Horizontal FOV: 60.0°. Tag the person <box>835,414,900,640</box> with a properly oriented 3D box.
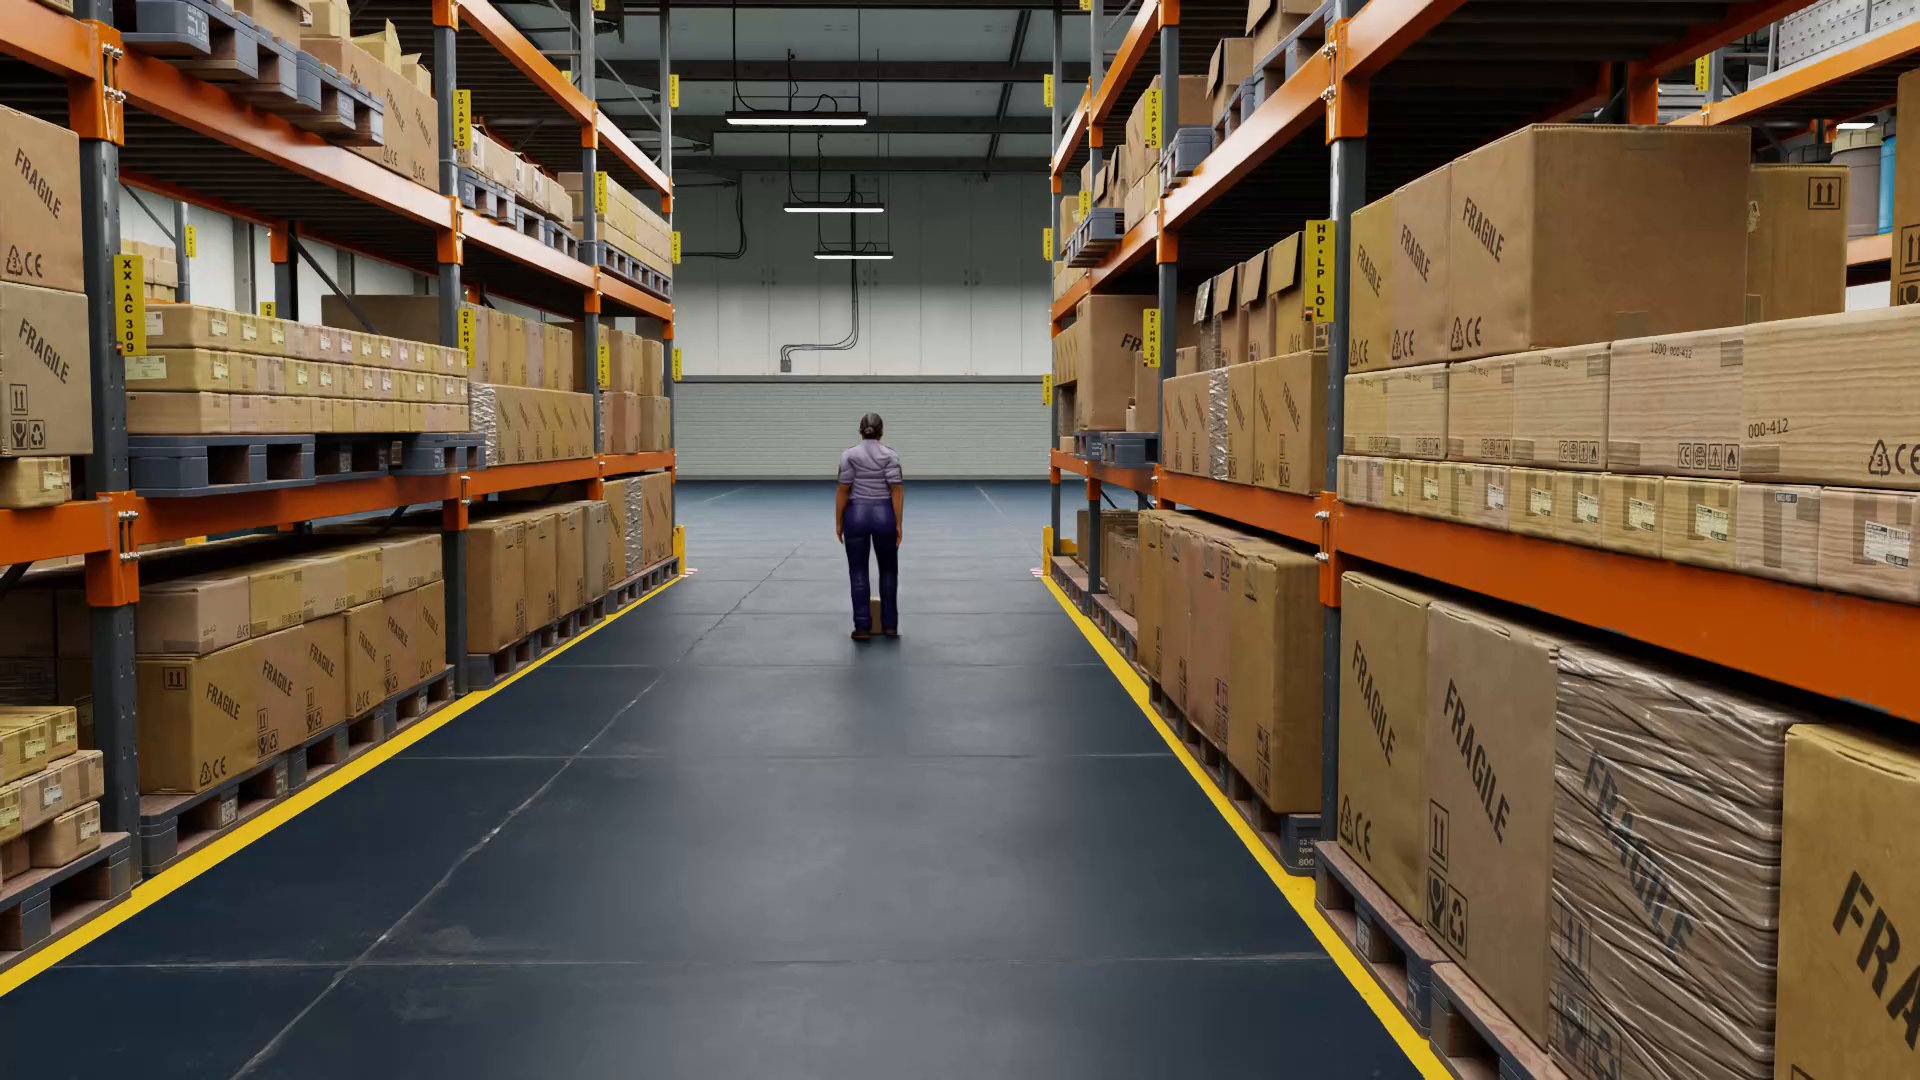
[{"bbox_3d":[-0.665,-0.093,12.051,0.470,1.643,0.319,0,4,0],"label":"person"}]
